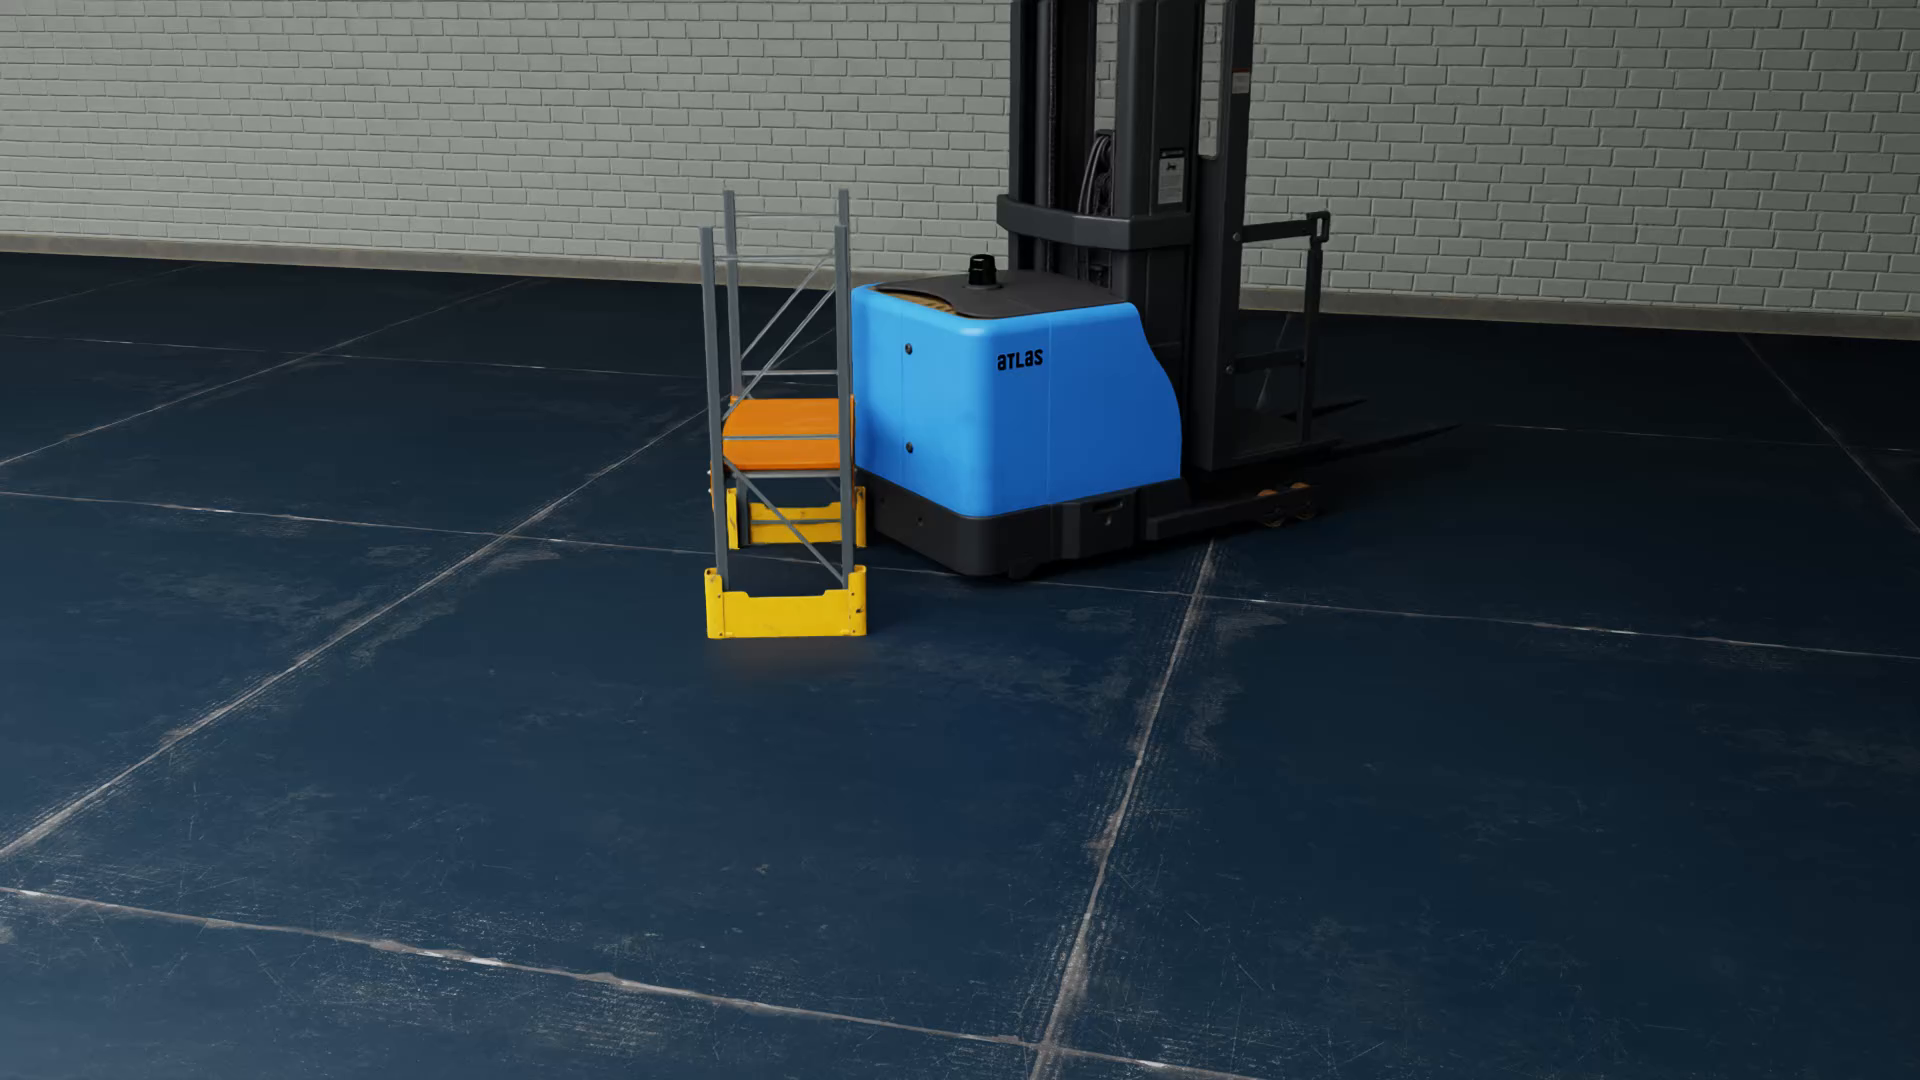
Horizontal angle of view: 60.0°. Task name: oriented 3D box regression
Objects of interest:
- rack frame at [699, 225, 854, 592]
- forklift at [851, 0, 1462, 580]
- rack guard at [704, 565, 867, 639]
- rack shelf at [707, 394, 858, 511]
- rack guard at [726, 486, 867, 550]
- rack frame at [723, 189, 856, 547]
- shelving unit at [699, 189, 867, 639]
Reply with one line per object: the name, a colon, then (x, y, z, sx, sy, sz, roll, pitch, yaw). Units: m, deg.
rack frame: (-0.638, -0.362, 5.927, 0.500, 1.500, 0.032, -1, 19, -3)
forklift: (1.024, -1.572, 7.256, 3.031, 2.935, 1.130, -12, 22, -31)
rack guard: (-0.638, 0.229, 6.130, 0.587, 0.250, 0.087, -1, 19, -3)
rack shelf: (-0.666, -0.356, 6.465, 0.538, 0.185, 1.000, -1, 19, -3)
rack guard: (-0.694, -0.092, 7.071, 0.587, 0.250, 0.087, -1, 19, -3)
rack frame: (-0.695, -0.690, 6.888, 0.500, 1.500, 0.032, -1, 19, -3)
shelving unit: (-0.666, -0.523, 6.399, 0.587, 1.500, 1.083, -1, 19, -3)
